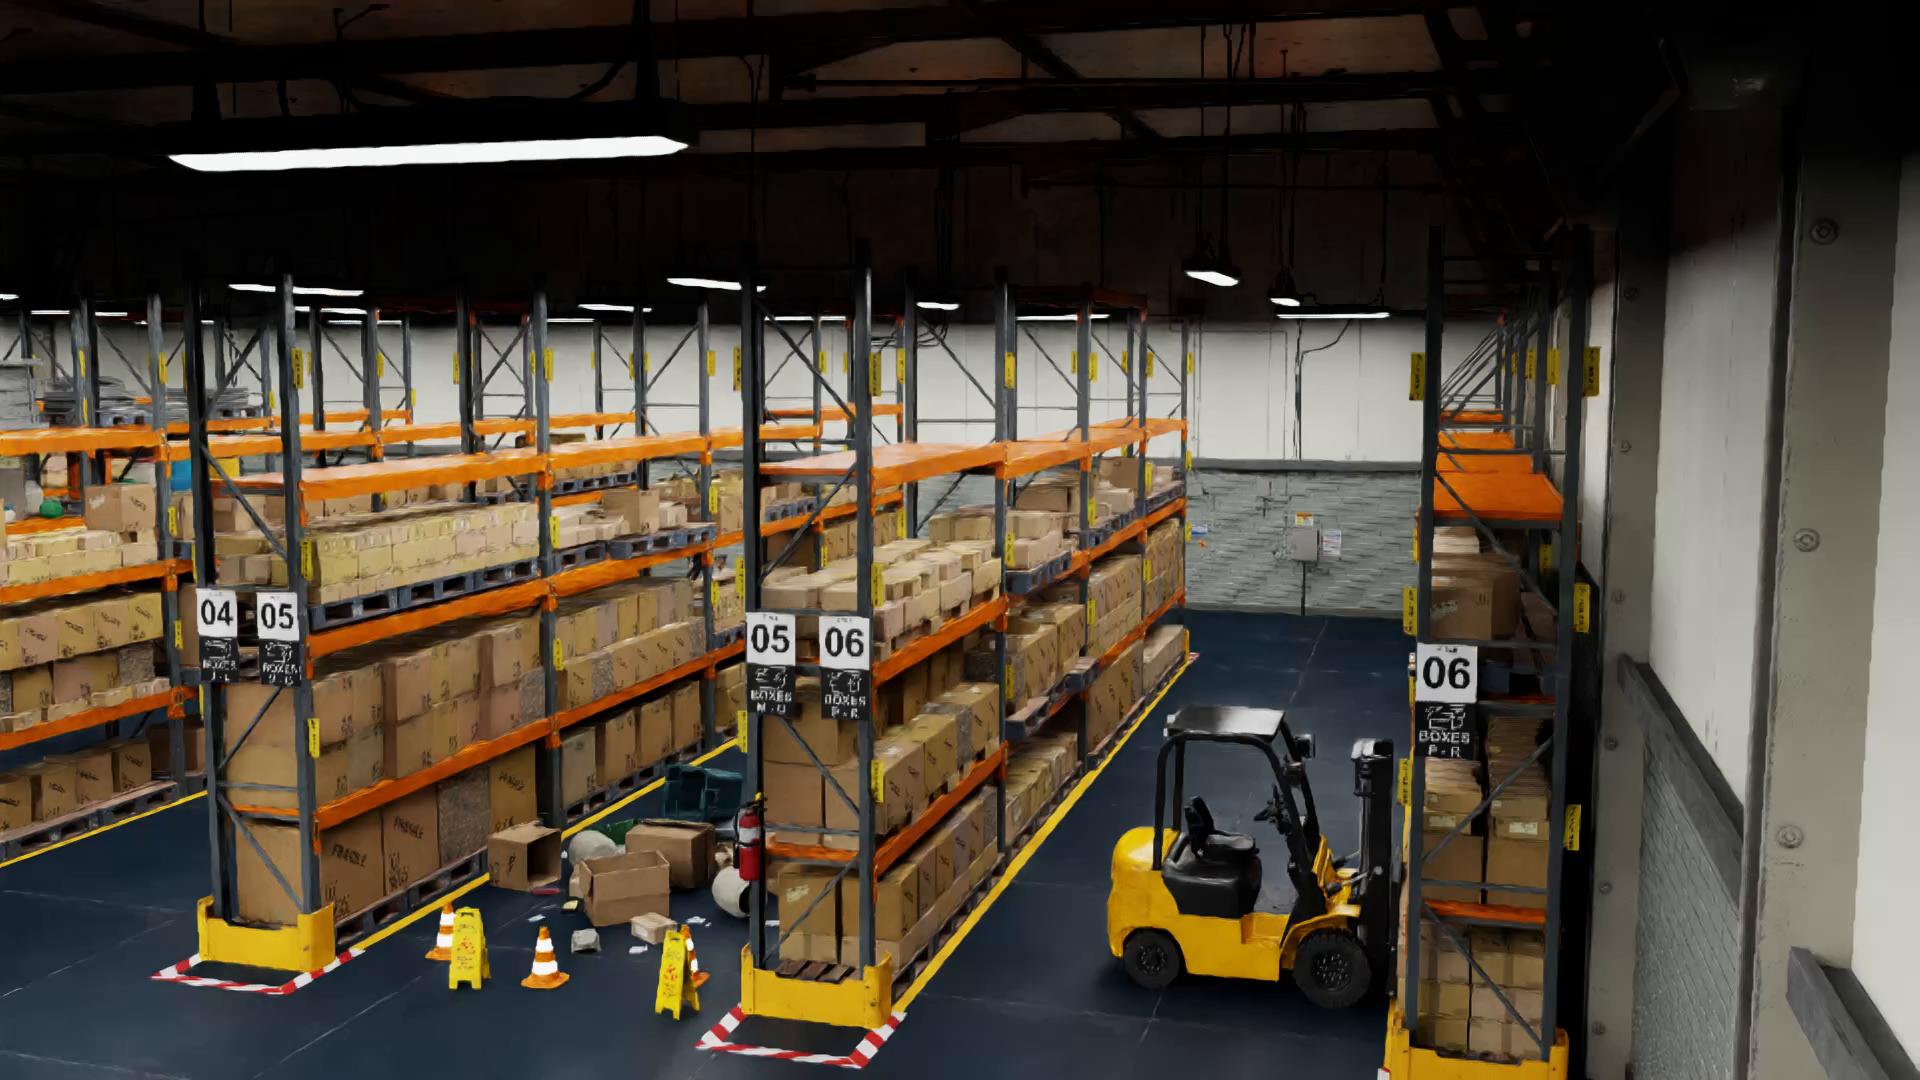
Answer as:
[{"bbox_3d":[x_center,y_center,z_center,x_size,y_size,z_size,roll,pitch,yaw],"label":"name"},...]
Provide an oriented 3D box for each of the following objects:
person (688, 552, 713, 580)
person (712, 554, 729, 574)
[{"bbox_3d":[-5.416,0.463,34.183,0.728,1.653,0.518,-3,7,-25],"label":"person"},{"bbox_3d":[-4.209,1.035,29.644,0.497,1.625,0.988,2,7,15],"label":"person"}]
